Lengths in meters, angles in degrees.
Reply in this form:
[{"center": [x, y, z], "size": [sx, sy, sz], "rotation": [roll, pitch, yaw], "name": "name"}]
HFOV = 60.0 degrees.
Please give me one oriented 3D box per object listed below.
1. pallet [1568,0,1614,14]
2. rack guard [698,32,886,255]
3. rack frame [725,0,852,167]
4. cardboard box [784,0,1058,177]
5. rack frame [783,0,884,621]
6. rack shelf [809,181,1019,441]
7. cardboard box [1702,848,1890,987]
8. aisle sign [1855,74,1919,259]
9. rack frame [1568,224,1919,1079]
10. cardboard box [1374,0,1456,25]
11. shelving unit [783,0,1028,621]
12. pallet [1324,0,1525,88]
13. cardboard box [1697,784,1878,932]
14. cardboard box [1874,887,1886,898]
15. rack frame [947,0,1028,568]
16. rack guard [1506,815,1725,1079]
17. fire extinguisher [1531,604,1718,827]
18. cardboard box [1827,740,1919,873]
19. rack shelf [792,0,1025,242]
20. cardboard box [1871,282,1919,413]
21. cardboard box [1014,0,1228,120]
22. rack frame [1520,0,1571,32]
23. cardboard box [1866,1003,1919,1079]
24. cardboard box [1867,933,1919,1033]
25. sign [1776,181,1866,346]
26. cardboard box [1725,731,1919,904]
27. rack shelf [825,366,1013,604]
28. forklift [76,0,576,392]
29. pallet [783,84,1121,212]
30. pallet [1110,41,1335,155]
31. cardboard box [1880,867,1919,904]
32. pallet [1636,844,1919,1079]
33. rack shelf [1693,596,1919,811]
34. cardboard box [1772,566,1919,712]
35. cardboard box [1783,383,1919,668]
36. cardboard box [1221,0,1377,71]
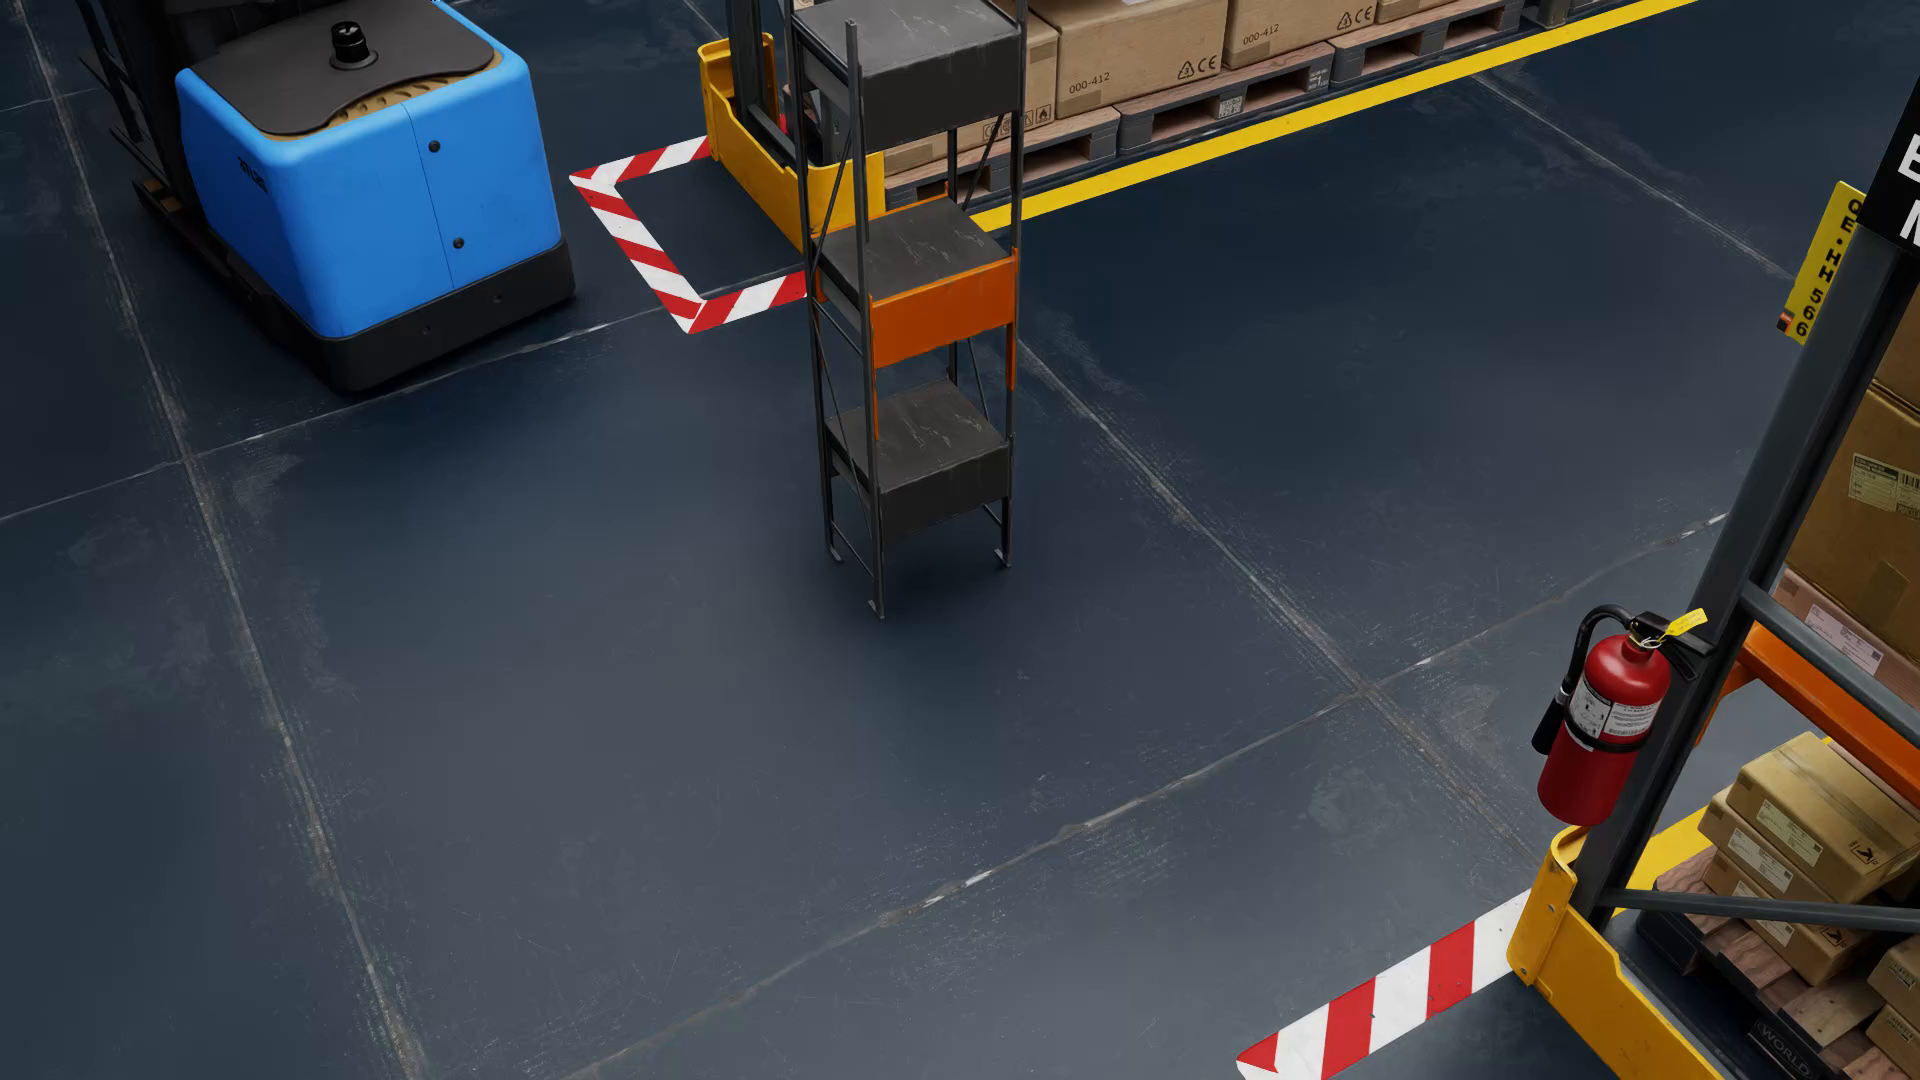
[{"center": [3.397, -3.278, 8.976], "size": [1.213, 0.211, 1.003], "rotation": [-22, 48, -21], "name": "pallet"}, {"center": [-0.723, -1.672, 7.114], "size": [0.348, 0.500, 1.175], "rotation": [-22, 48, -21], "name": "rack guard"}, {"center": [-0.703, -2.577, 6.252], "size": [0.127, 3.000, 1.000], "rotation": [-22, 48, -21], "name": "rack frame"}, {"center": [-0.180, -2.098, 7.296], "size": [0.875, 0.438, 0.875], "rotation": [-23, 49, -22], "name": "cardboard box"}, {"center": [-0.355, -0.611, 4.872], "size": [0.015, 2.100, 0.400], "rotation": [-22, 48, -21], "name": "rack frame"}, {"center": [-0.144, -0.686, 4.969], "size": [0.480, 0.518, 0.431], "rotation": [-22, 48, -21], "name": "rack shelf"}, {"center": [2.204, 0.940, 4.373], "size": [0.250, 0.149, 0.380], "rotation": [-21, 48, -20], "name": "cardboard box"}, {"center": [1.638, -0.712, 2.463], "size": [0.004, 0.787, 0.394], "rotation": [-22, 48, -21], "name": "aisle sign"}, {"center": [1.851, 0.377, 3.208], "size": [0.127, 3.000, 1.000], "rotation": [-22, 48, -21], "name": "rack frame"}, {"center": [2.168, -3.043, 8.270], "size": [0.875, 0.438, 0.875], "rotation": [-22, 48, -21], "name": "cardboard box"}, {"center": [-0.144, -0.696, 4.960], "size": [0.503, 2.100, 0.431], "rotation": [-22, 48, -21], "name": "shelving unit"}, {"center": [2.067, -2.748, 8.430], "size": [1.213, 0.211, 1.003], "rotation": [-22, 48, -21], "name": "pallet"}, {"center": [2.167, 0.787, 4.317], "size": [0.250, 0.149, 0.380], "rotation": [-23, 49, -22], "name": "cardboard box"}, {"center": [2.376, 0.790, 4.528], "size": [0.250, 0.149, 0.380], "rotation": [-20, 48, -20], "name": "cardboard box"}, {"center": [0.068, -0.781, 5.047], "size": [0.015, 2.100, 0.400], "rotation": [-22, 48, -21], "name": "rack frame"}, {"center": [1.917, 1.247, 4.106], "size": [0.348, 0.500, 1.175], "rotation": [-22, 48, -21], "name": "rack guard"}, {"center": [1.403, 0.347, 3.562], "size": [0.183, 0.674, 0.296], "rotation": [-22, 48, -21], "name": "fire extinguisher"}, {"center": [2.430, 0.646, 4.249], "size": [0.250, 0.149, 0.380], "rotation": [-21, 48, -20], "name": "cardboard box"}, {"center": [-0.144, -1.189, 4.482], "size": [0.480, 0.518, 0.431], "rotation": [-22, 48, -21], "name": "rack shelf"}, {"center": [2.124, -0.434, 3.040], "size": [0.500, 0.500, 0.500], "rotation": [-23, 49, -22], "name": "cardboard box"}, {"center": [0.609, -2.421, 7.629], "size": [0.875, 0.438, 0.875], "rotation": [-21, 48, -20], "name": "cardboard box"}, {"center": [2.766, -3.965, 7.682], "size": [0.127, 3.000, 1.000], "rotation": [-22, 48, -21], "name": "rack frame"}, {"center": [2.465, 1.261, 4.043], "size": [0.250, 0.149, 0.380], "rotation": [-21, 48, -20], "name": "cardboard box"}, {"center": [2.433, 1.116, 3.979], "size": [0.250, 0.149, 0.380], "rotation": [-20, 48, -19], "name": "cardboard box"}, {"center": [1.592, -0.494, 3.047], "size": [0.005, 0.325, 0.100], "rotation": [-22, 48, -21], "name": "sign"}, {"center": [2.184, 0.699, 4.194], "size": [0.250, 0.149, 0.380], "rotation": [-21, 48, -20], "name": "cardboard box"}, {"center": [-0.144, -0.184, 5.457], "size": [0.480, 0.518, 0.431], "rotation": [-22, 48, -21], "name": "rack shelf"}, {"center": [-2.897, -2.557, 6.280], "size": [1.130, 2.935, 3.031], "rotation": [-31, 52, -28], "name": "forklift"}, {"center": [-0.048, -1.901, 7.558], "size": [1.213, 0.211, 1.003], "rotation": [-22, 48, -21], "name": "pallet"}, {"center": [1.008, -2.322, 7.991], "size": [1.213, 0.211, 1.003], "rotation": [-22, 48, -21], "name": "pallet"}, {"center": [2.420, 0.729, 4.377], "size": [0.250, 0.149, 0.380], "rotation": [-23, 49, -22], "name": "cardboard box"}, {"center": [2.639, 1.090, 4.475], "size": [1.213, 0.211, 1.003], "rotation": [-22, 48, -21], "name": "pallet"}, {"center": [3.585, -0.059, 4.174], "size": [4.000, 0.370, 1.077], "rotation": [-22, 48, -21], "name": "rack shelf"}, {"center": [1.993, 0.183, 3.588], "size": [0.250, 0.149, 0.380], "rotation": [-22, 48, -21], "name": "cardboard box"}, {"center": [2.113, -0.077, 3.390], "size": [0.500, 0.500, 0.500], "rotation": [-21, 48, -20], "name": "cardboard box"}, {"center": [1.392, -2.732, 7.950], "size": [0.875, 0.438, 0.875], "rotation": [-23, 49, -22], "name": "cardboard box"}]
